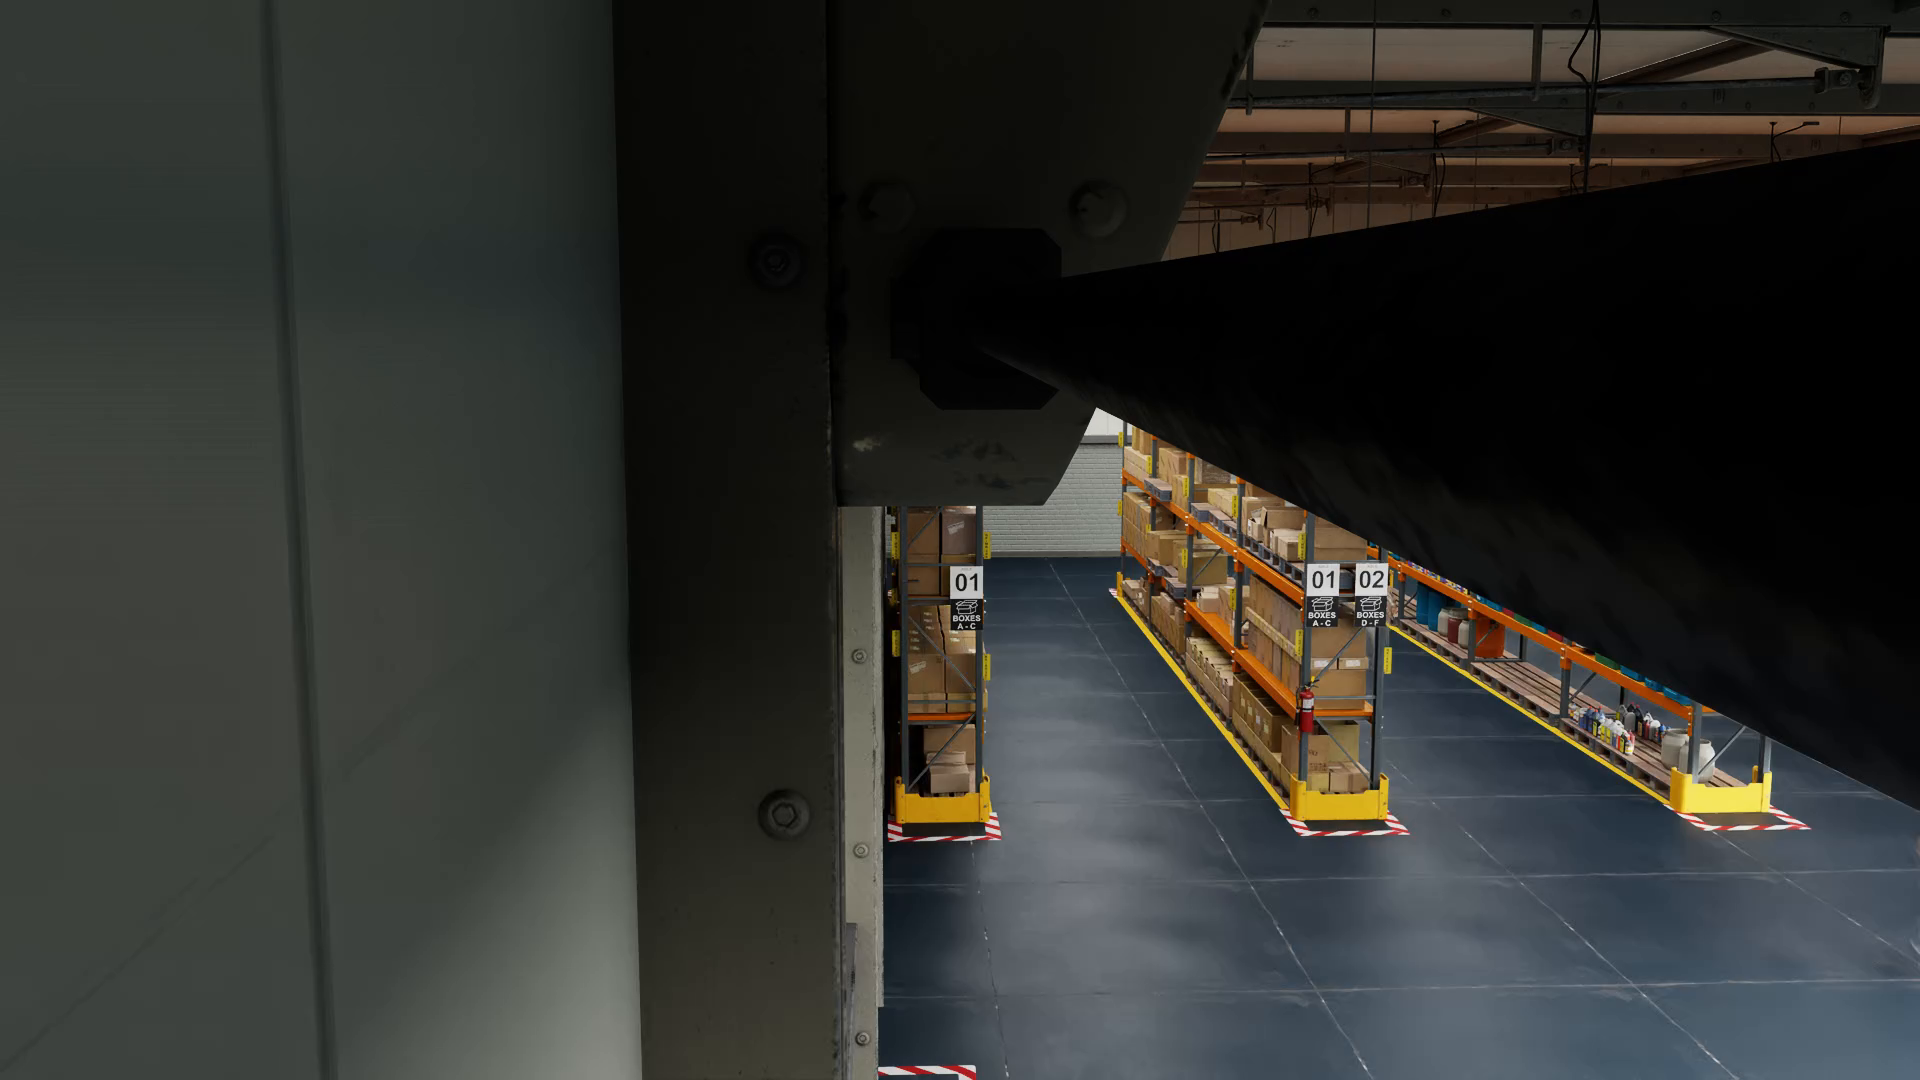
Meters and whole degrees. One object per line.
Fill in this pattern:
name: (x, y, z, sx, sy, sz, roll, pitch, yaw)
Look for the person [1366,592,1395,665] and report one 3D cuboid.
person: (7.275, 1.457, 28.987, 0.620, 1.633, 0.813, -1, 8, -8)
